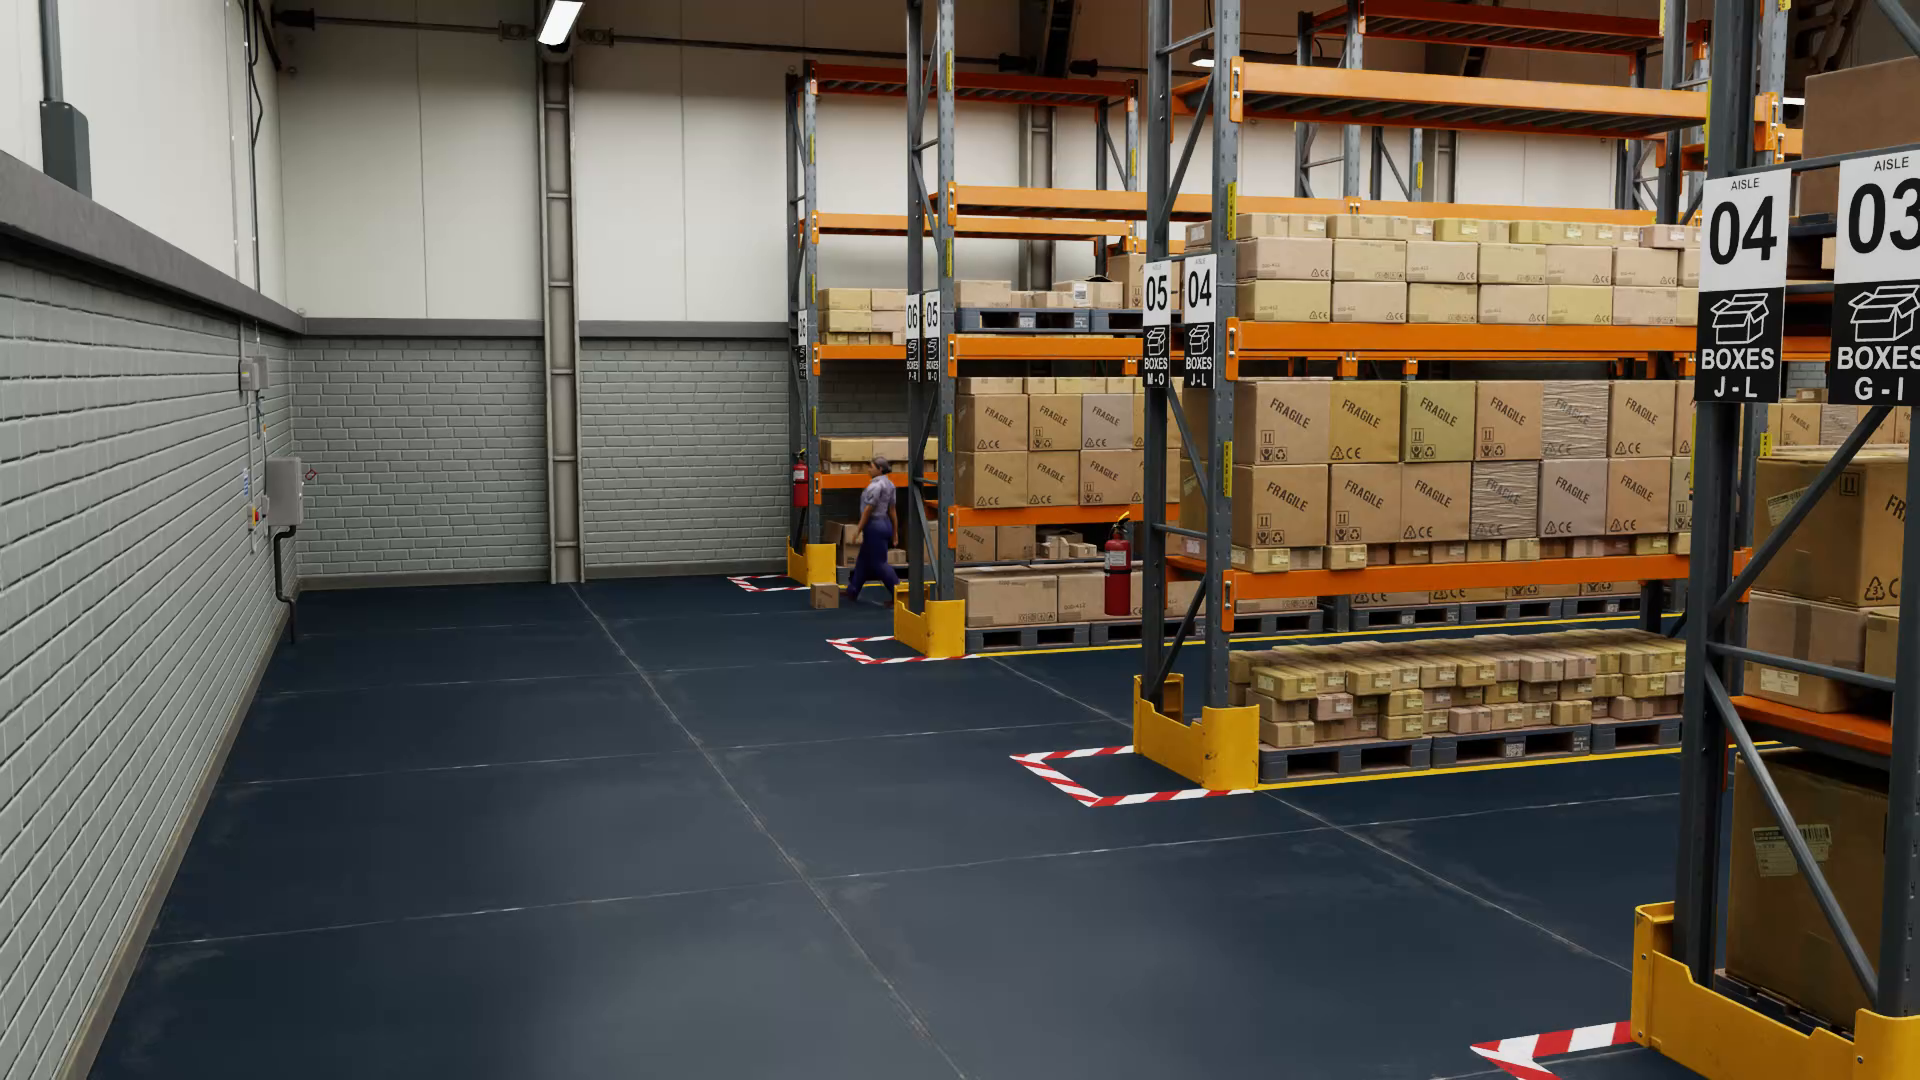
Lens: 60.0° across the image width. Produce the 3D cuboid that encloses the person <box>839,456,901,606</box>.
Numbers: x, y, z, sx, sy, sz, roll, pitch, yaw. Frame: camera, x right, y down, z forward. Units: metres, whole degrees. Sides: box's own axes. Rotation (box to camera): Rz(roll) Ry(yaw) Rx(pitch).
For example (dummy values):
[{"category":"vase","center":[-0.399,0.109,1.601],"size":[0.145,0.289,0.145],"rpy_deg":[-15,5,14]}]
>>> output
[{"category":"person","center":[-0.980,-0.094,17.795],"size":[0.990,1.571,0.503],"rpy_deg":[2,6,20]}]
